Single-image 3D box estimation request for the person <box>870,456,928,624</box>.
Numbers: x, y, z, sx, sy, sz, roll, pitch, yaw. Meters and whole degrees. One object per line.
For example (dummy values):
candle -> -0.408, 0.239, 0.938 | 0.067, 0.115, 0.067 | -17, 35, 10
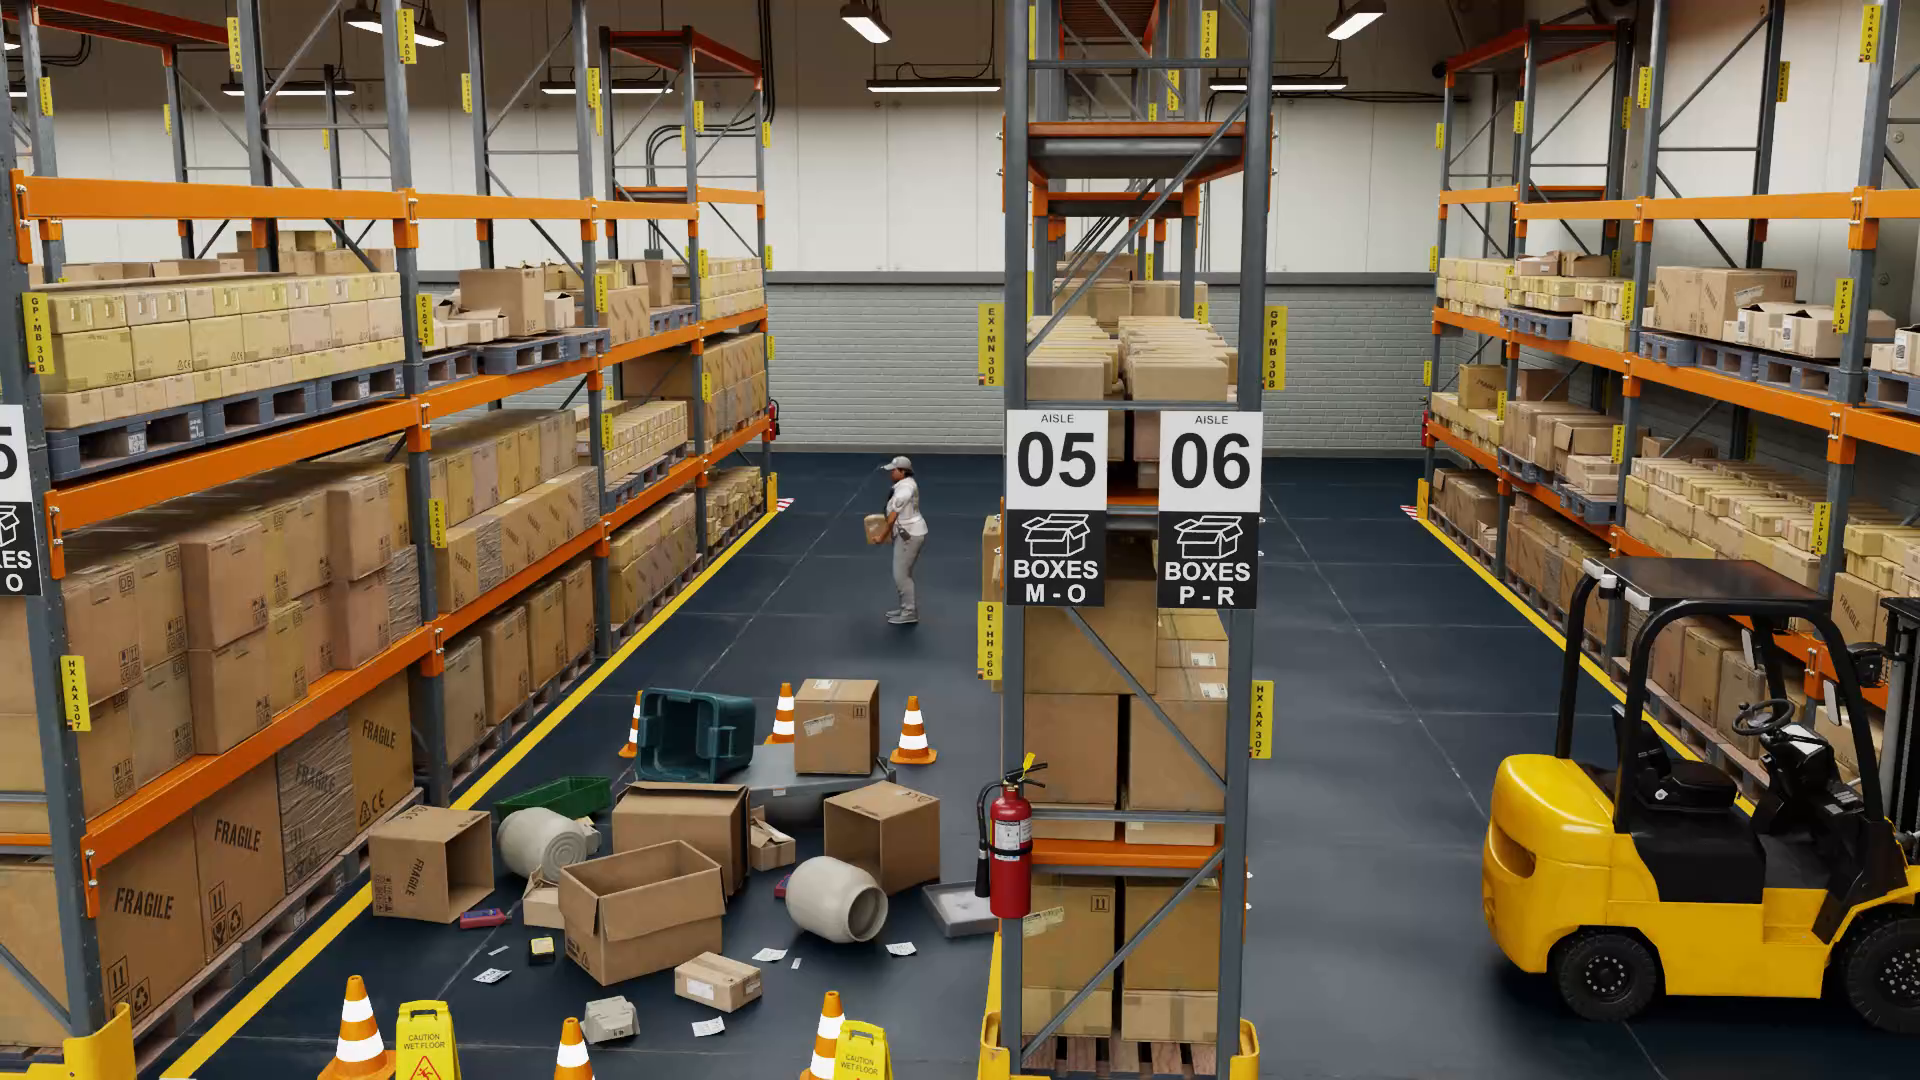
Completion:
person -> -0.600, -0.009, 16.511 | 0.560, 1.660, 0.452 | 1, 11, 3
